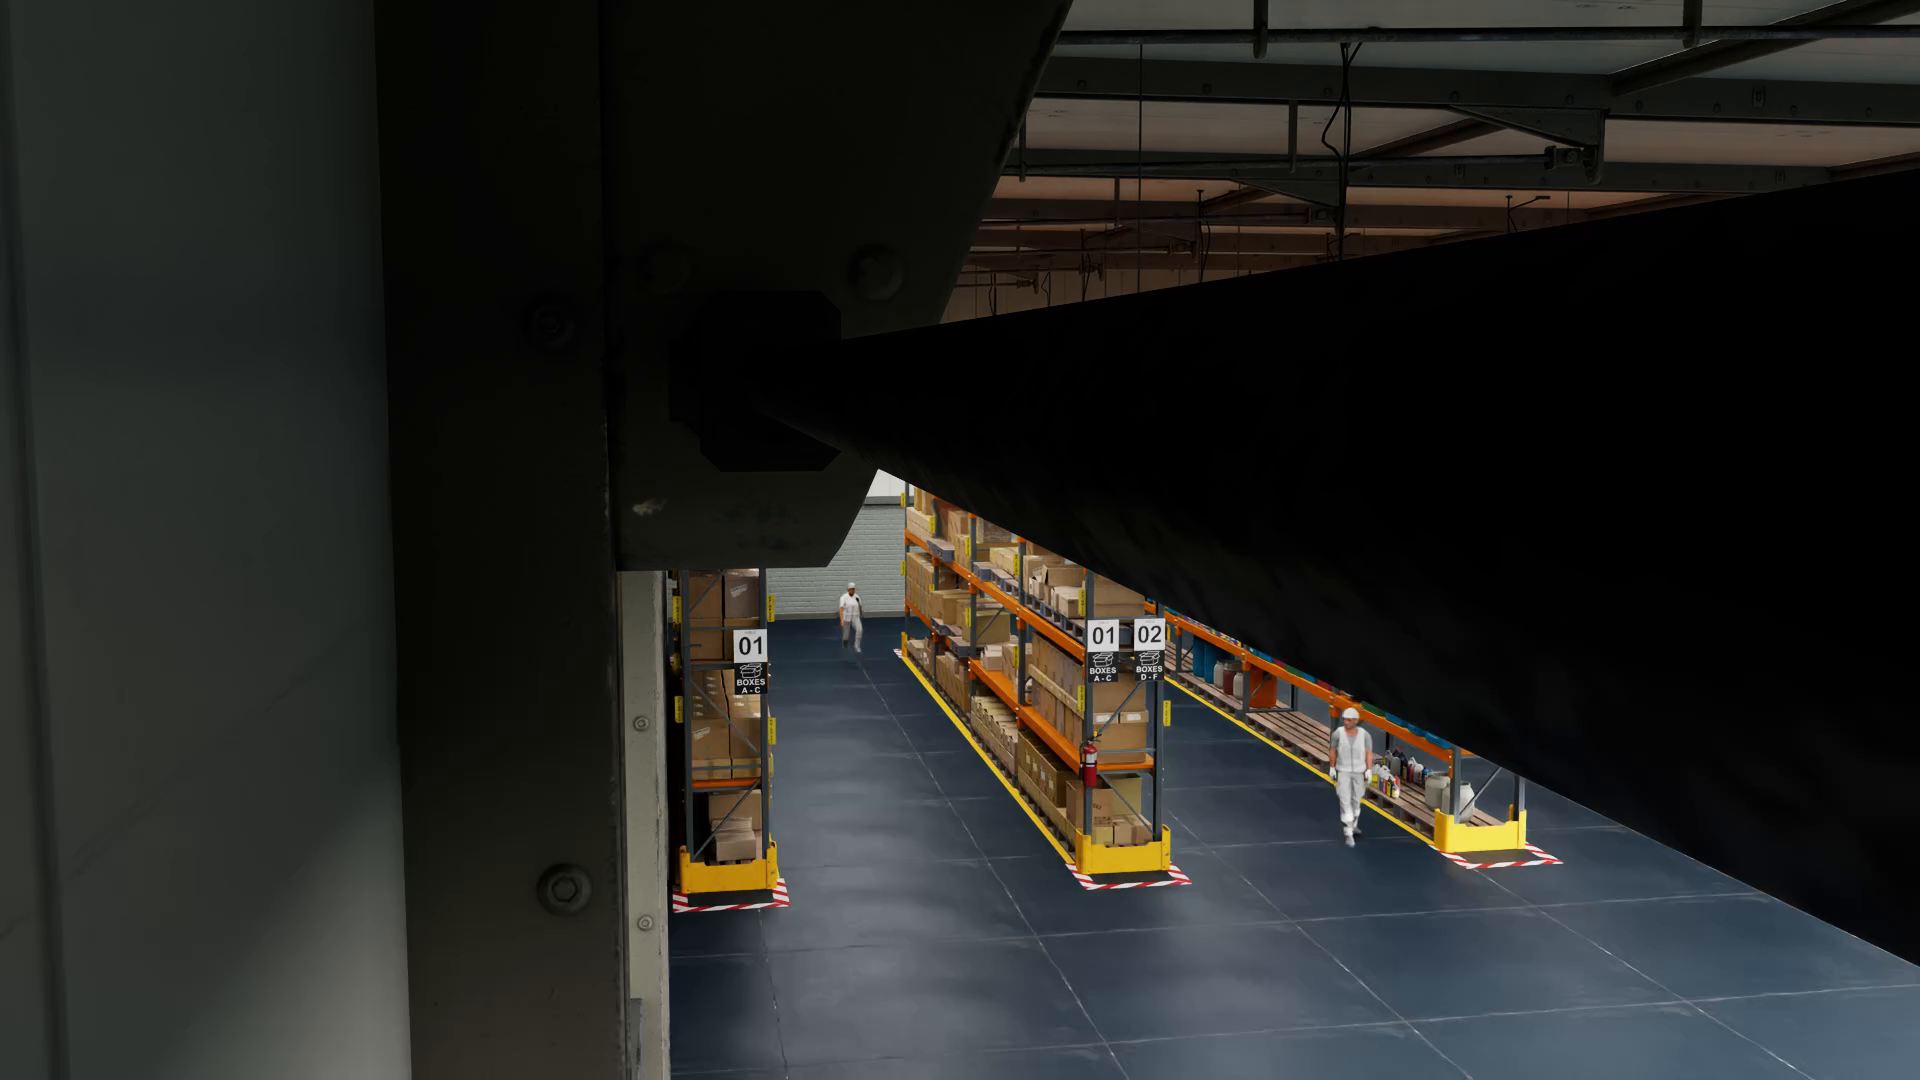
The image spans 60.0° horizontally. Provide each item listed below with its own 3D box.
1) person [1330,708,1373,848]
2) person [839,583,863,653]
[{"bbox_3d":[5.247,3.140,22.268,0.553,1.788,0.806,1,6,7],"label":"person"},{"bbox_3d":[-2.335,1.650,35.493,0.510,1.480,1.057,-1,6,-11],"label":"person"}]
